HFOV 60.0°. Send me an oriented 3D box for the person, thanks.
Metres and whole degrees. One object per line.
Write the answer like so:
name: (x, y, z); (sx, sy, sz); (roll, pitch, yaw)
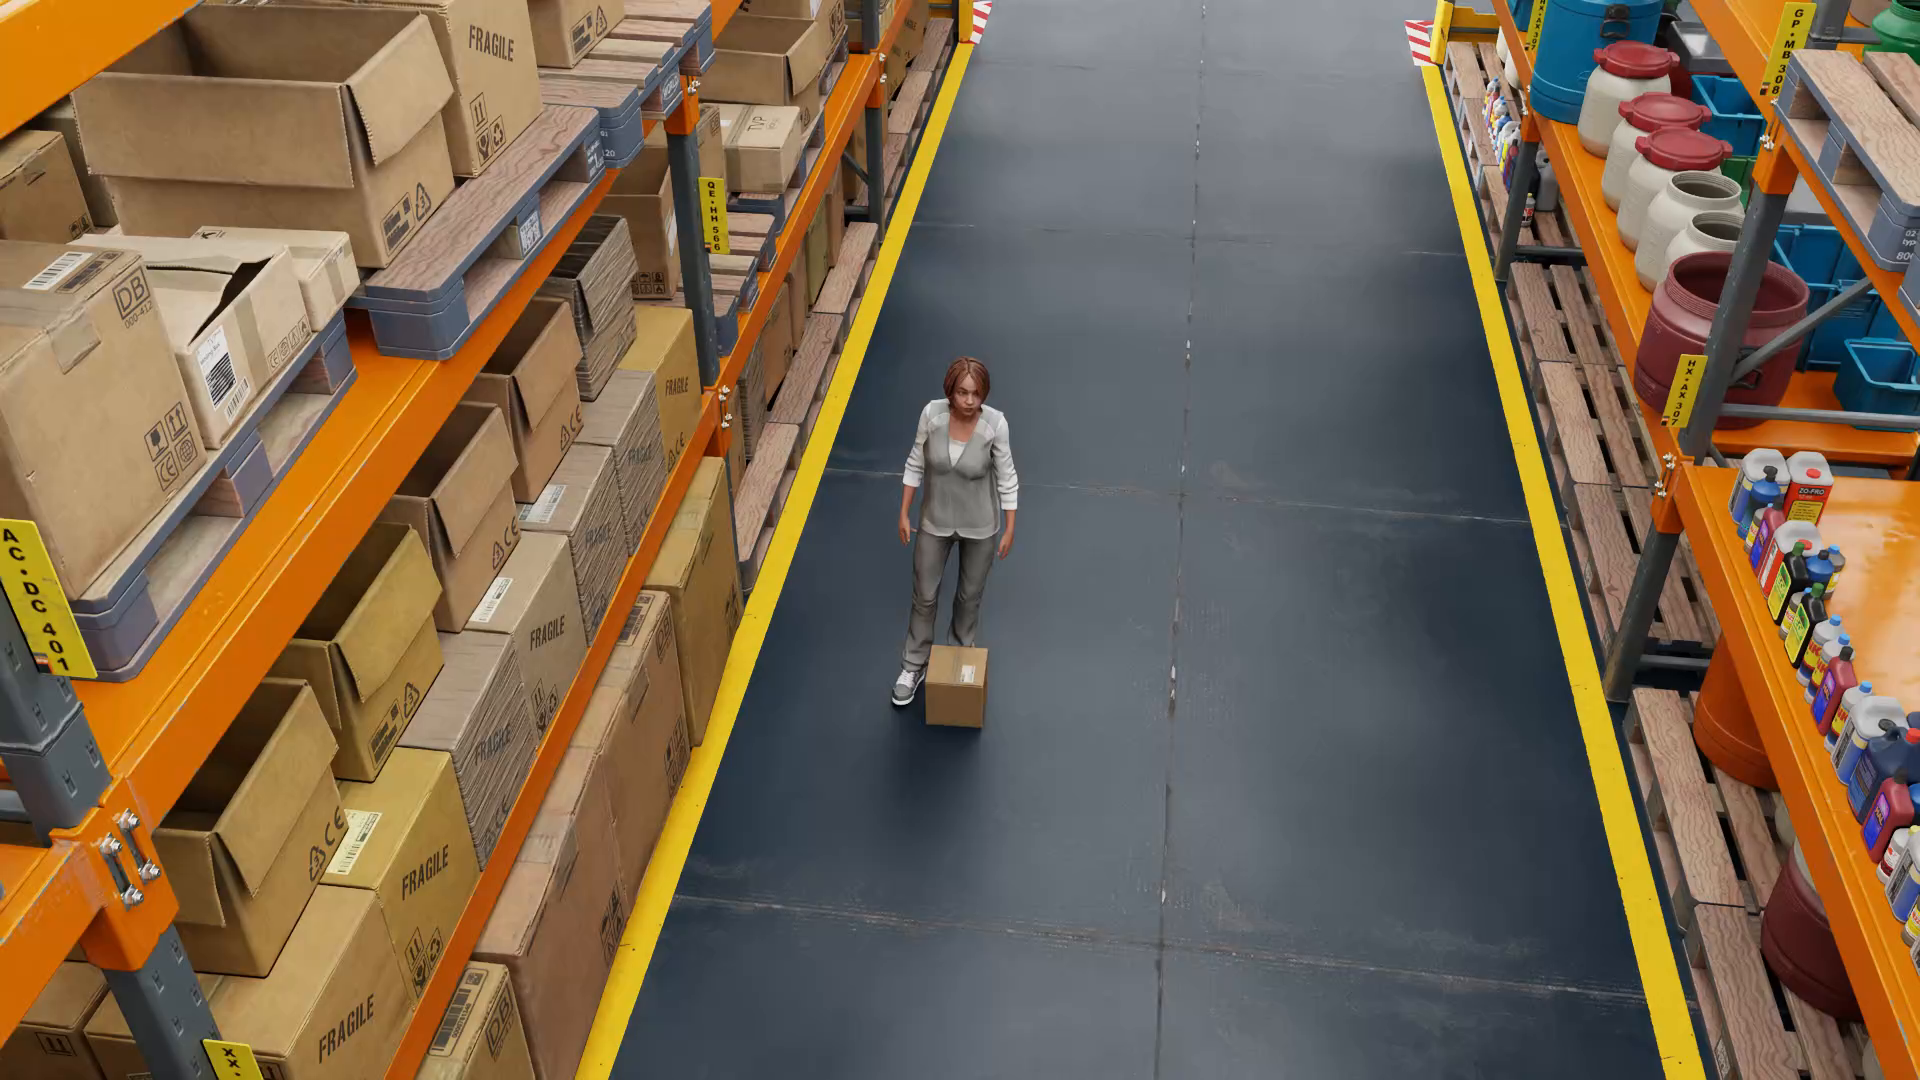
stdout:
person: (-0.026, -0.017, 7.051); (0.519, 1.598, 0.474); (4, 37, 6)
